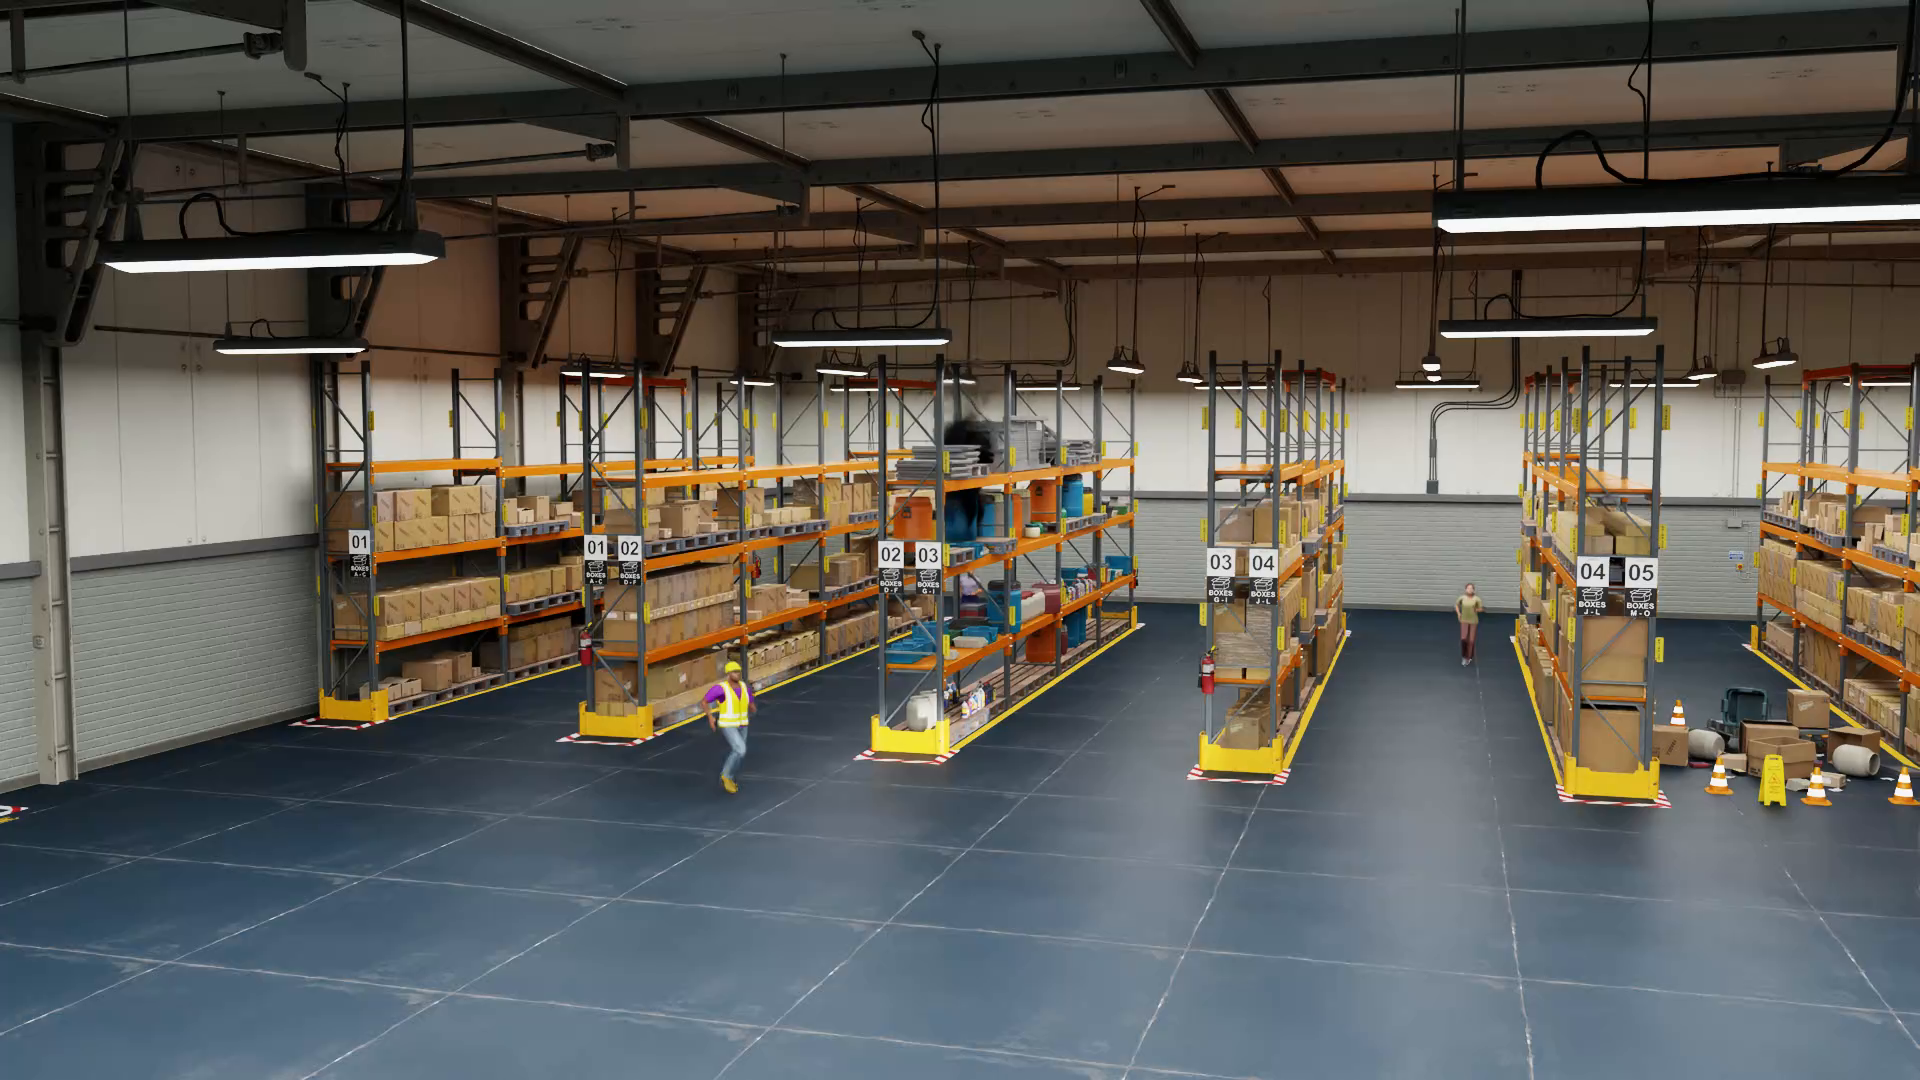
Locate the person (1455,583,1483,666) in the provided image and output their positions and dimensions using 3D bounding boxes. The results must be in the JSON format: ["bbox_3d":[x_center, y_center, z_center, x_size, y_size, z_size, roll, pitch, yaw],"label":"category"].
[{"bbox_3d":[10.444,1.736,34.118,0.558,1.705,0.652,1,4,15],"label":"person"}]

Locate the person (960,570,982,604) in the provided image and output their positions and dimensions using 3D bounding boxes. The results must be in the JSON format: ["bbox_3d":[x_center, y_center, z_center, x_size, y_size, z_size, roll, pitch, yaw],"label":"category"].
[{"bbox_3d":[0.213,1.413,38.923,0.605,1.598,0.558,0,4,4],"label":"person"}]

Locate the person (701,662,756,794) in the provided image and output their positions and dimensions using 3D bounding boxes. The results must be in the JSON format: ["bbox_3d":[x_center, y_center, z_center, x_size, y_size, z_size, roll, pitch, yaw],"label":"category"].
[{"bbox_3d":[-3.034,2.522,22.411,0.697,1.765,0.676,4,5,41],"label":"person"}]
